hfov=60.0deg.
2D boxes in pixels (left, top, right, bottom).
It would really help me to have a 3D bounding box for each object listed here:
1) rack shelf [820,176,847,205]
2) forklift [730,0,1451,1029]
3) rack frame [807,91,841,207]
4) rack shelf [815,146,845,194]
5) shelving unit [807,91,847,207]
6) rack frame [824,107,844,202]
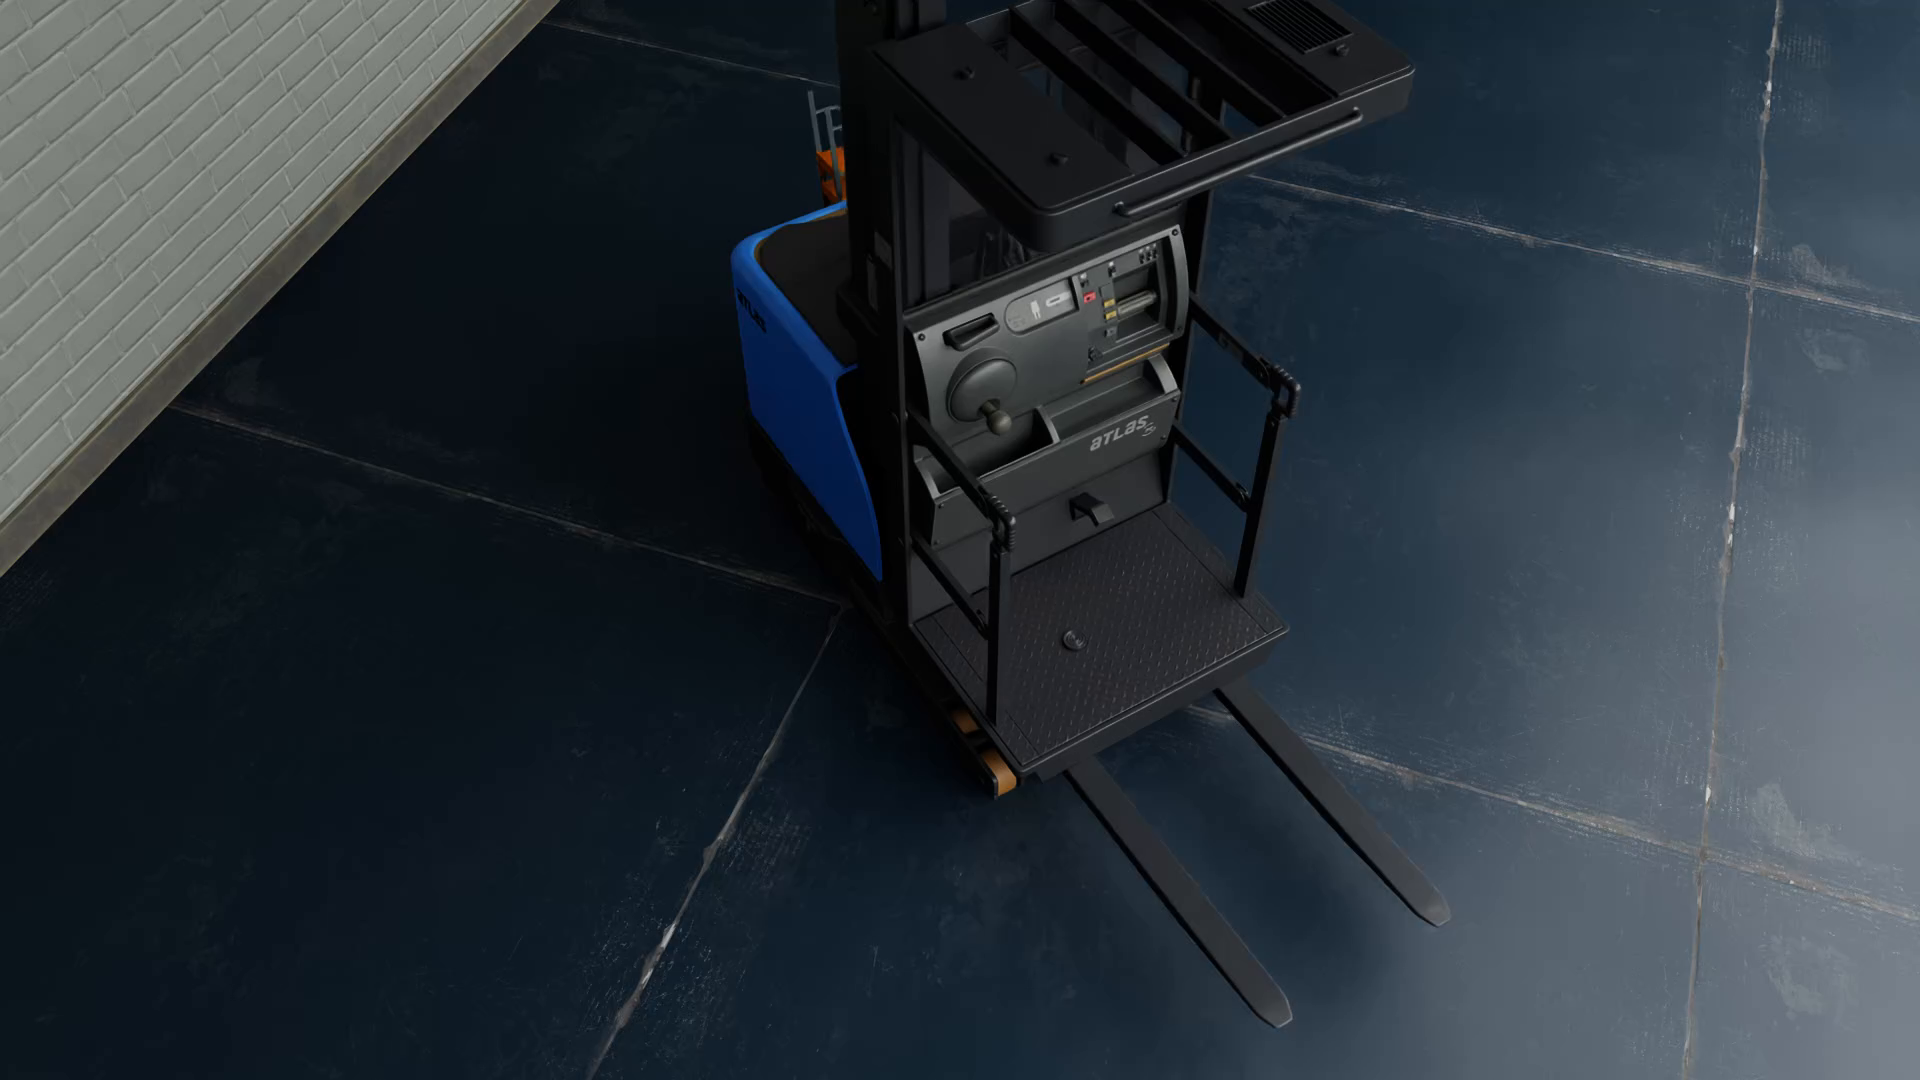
[{"bbox_3d":[-0.380,-1.322,6.340,0.258,0.103,0.180,-19,39,-16],"label":"rack shelf"},{"bbox_3d":[0.393,-0.524,4.764,1.130,2.935,3.031,-25,54,-20],"label":"forklift"},{"bbox_3d":[-0.400,-1.216,6.527,0.240,1.200,0.006,-19,39,-16],"label":"rack frame"},{"bbox_3d":[-0.391,-1.417,6.267,0.258,0.103,0.180,-19,39,-16],"label":"rack shelf"},{"bbox_3d":[-0.362,-1.168,6.459,0.258,1.200,0.189,-19,39,-16],"label":"shelving unit"},{"bbox_3d":[-0.325,-1.119,6.391,0.240,1.200,0.006,-19,39,-16],"label":"rack frame"}]
